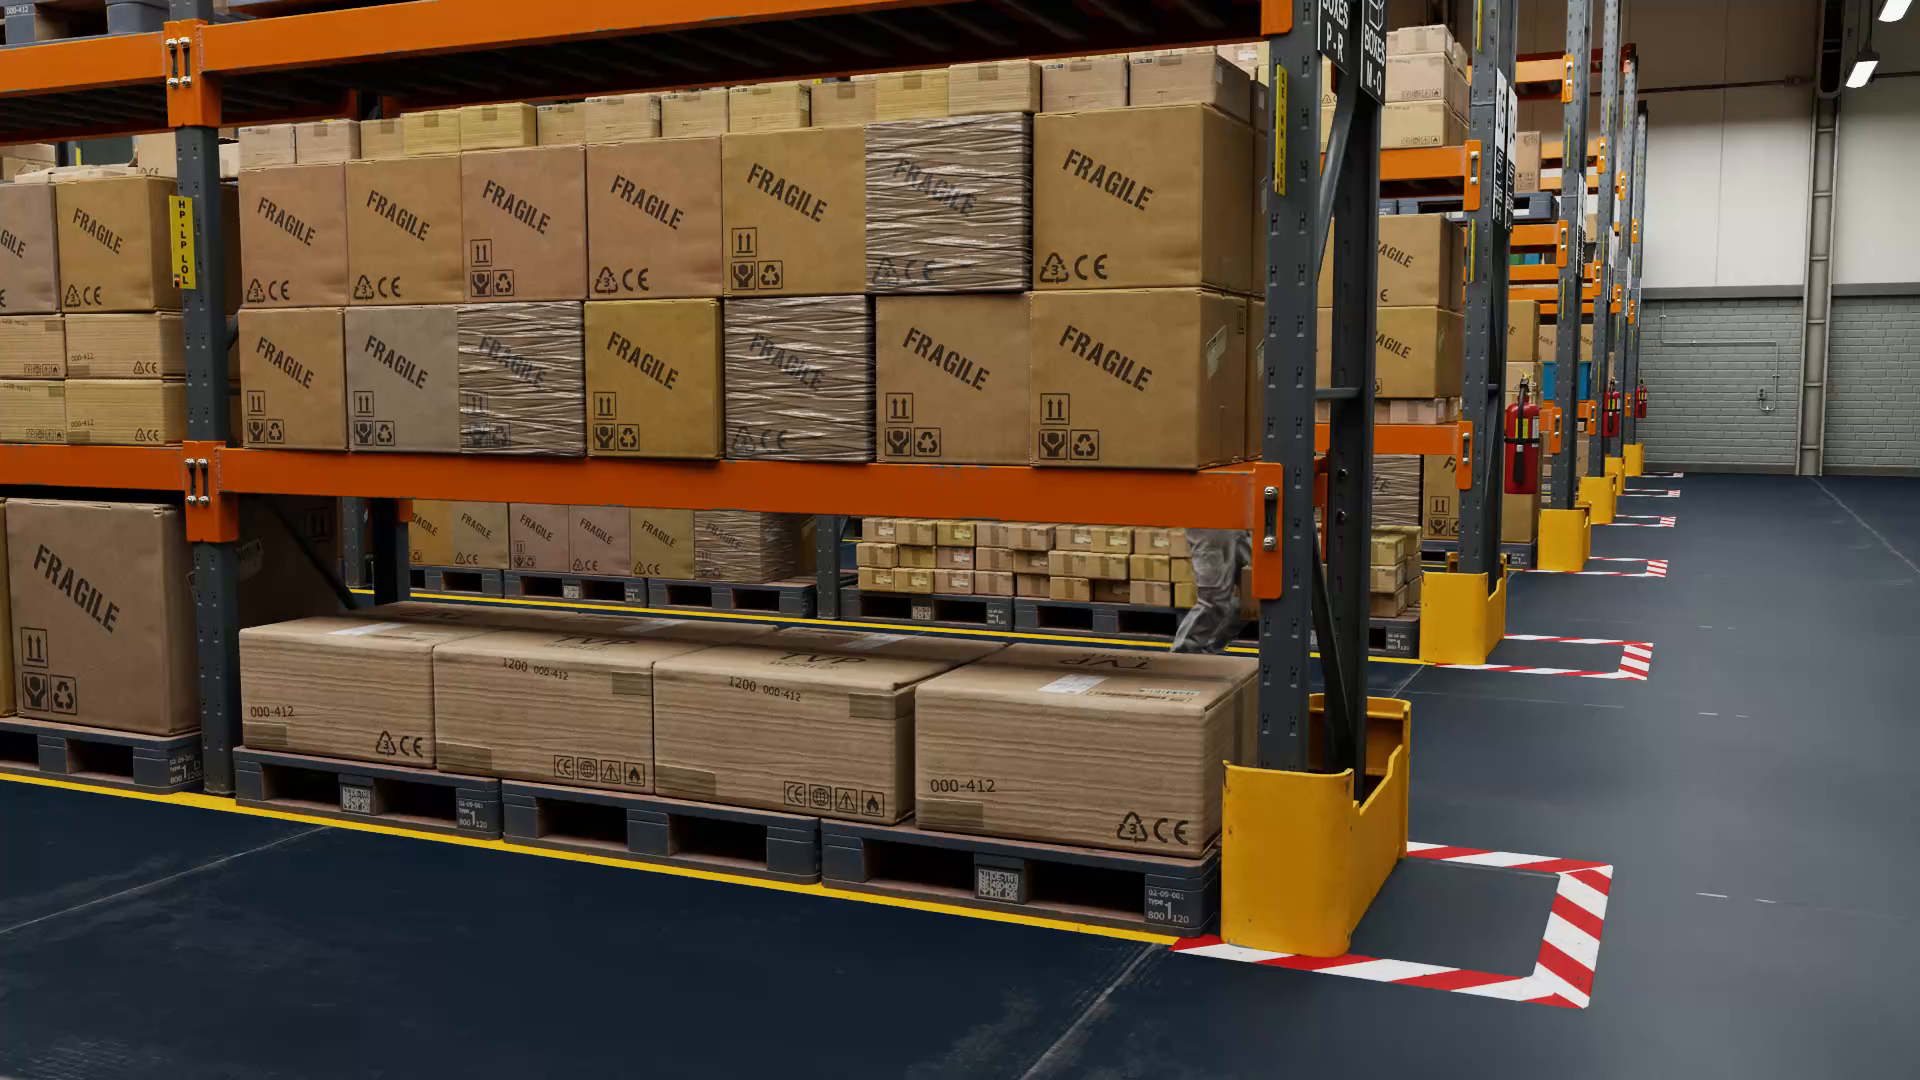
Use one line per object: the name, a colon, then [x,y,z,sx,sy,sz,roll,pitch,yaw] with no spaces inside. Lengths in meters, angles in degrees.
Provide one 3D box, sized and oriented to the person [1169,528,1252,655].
person: [1.304,-0.094,8.145,0.545,1.729,0.677,3,6,27]
